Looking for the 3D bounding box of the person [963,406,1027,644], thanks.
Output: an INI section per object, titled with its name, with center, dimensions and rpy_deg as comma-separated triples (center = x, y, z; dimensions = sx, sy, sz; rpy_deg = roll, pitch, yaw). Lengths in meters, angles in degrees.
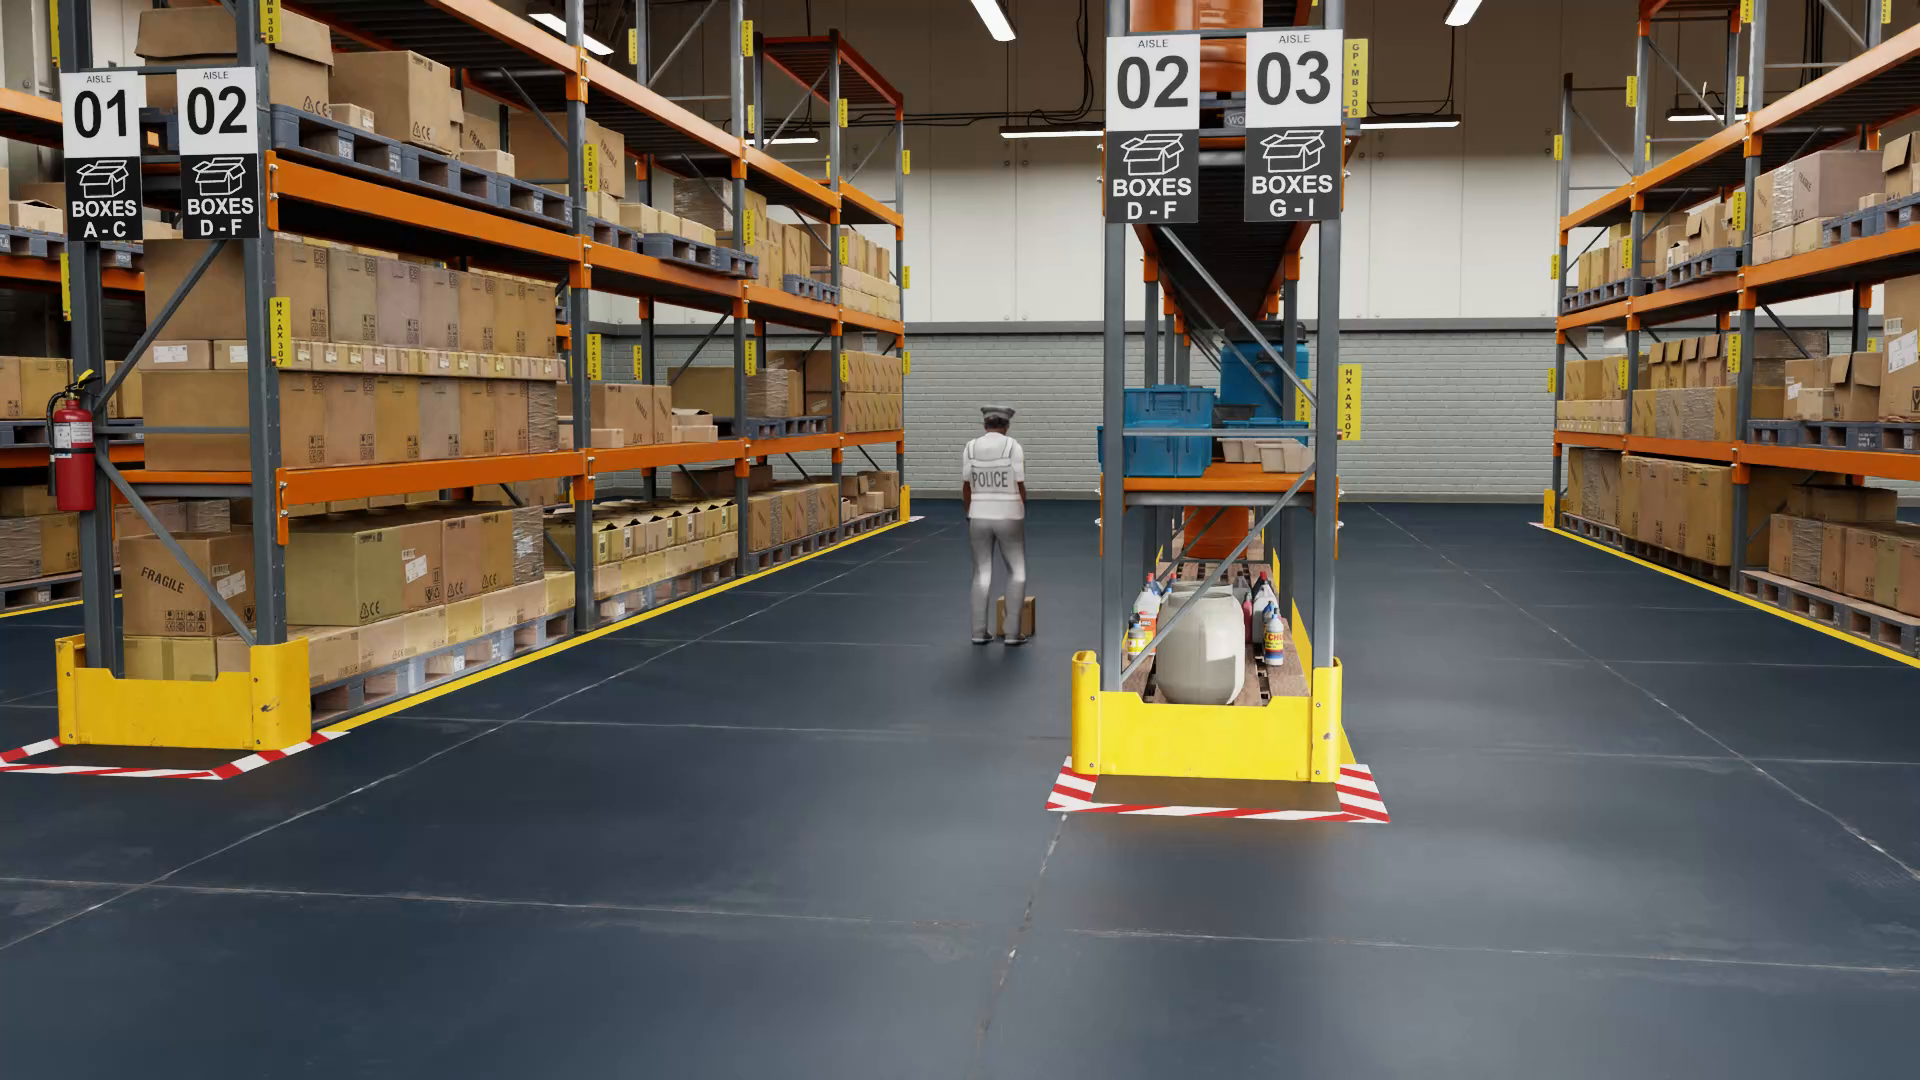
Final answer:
[person]
center = 0.235, -0.102, 11.418
dimensions = 0.450, 1.636, 0.409
rpy_deg = 2, 5, 18
